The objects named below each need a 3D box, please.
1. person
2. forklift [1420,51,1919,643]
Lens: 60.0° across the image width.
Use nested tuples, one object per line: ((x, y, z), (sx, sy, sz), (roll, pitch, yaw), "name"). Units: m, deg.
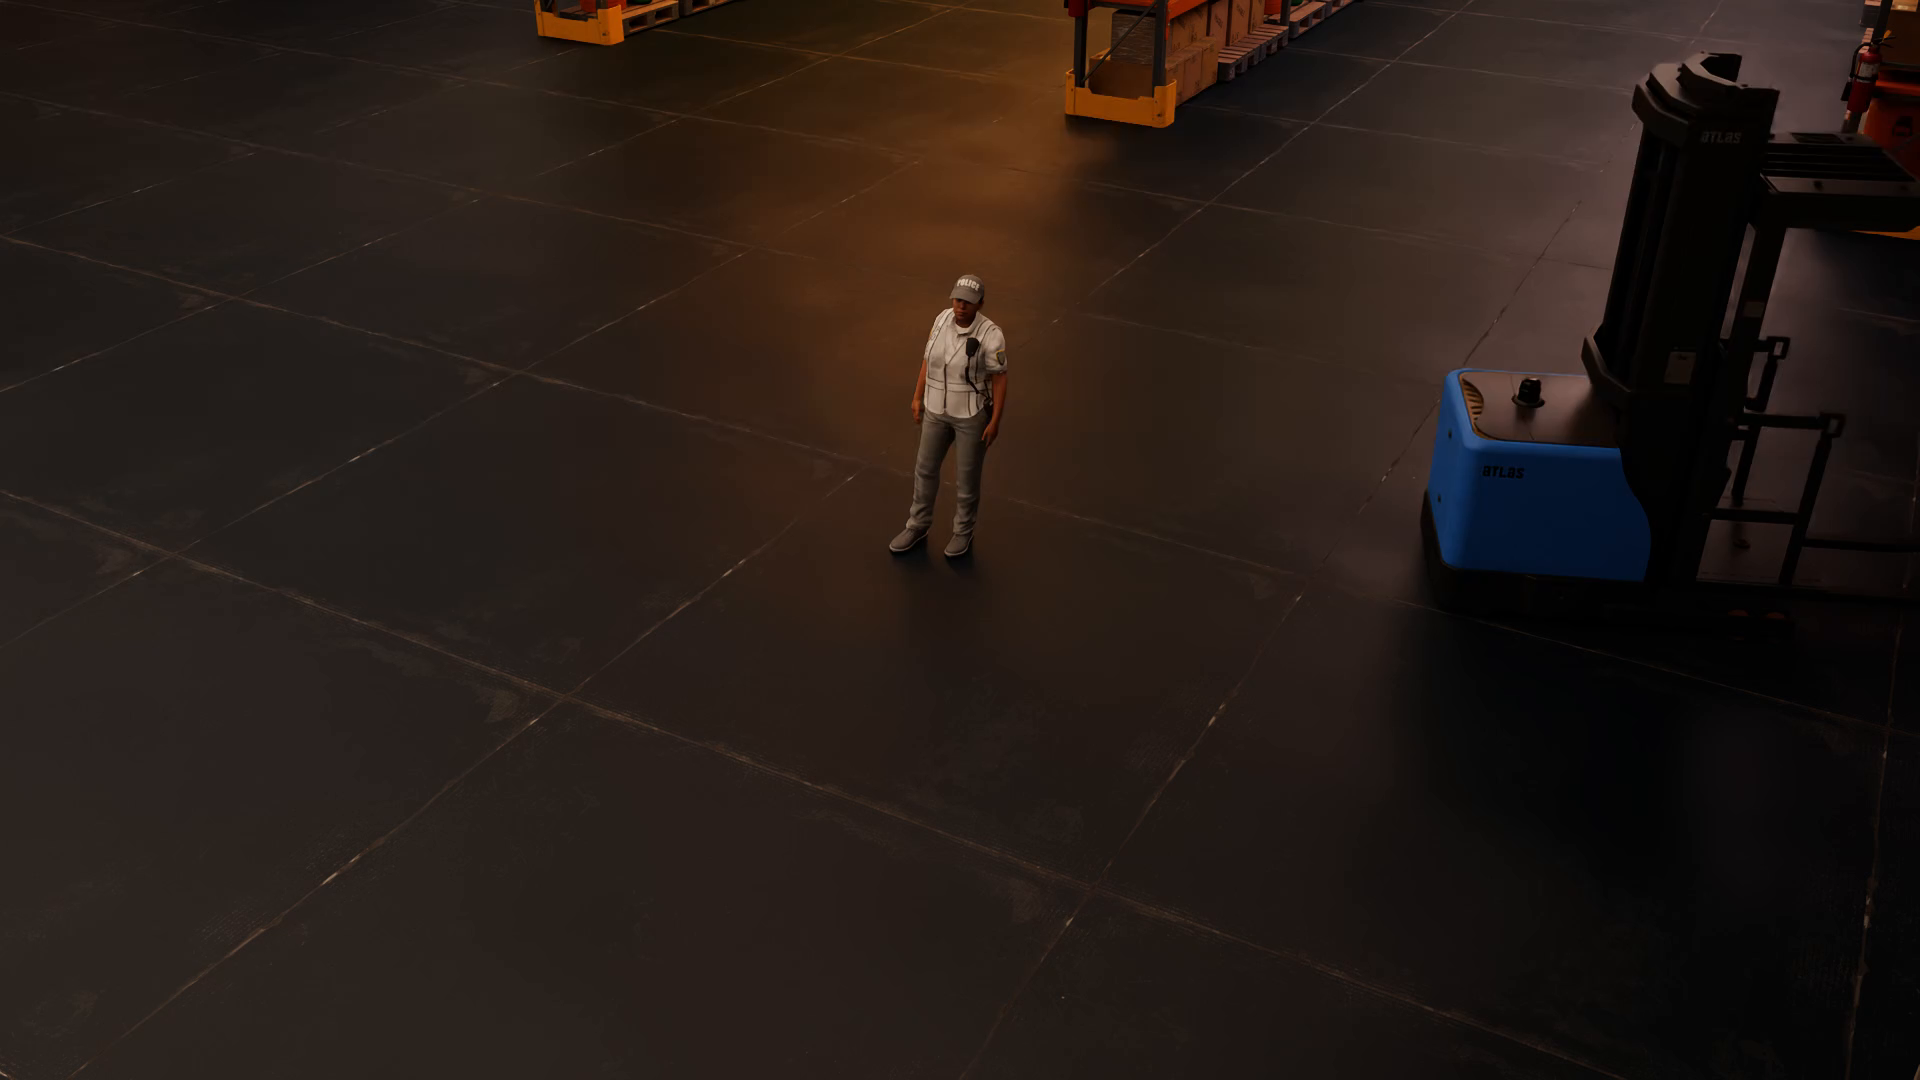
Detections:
((-0.057, -0.700, 9.534), (0.599, 1.670, 0.529), (15, 33, 25), "person")
((4.216, -0.994, 8.792), (3.031, 2.935, 1.130), (4, 30, 7), "forklift")
